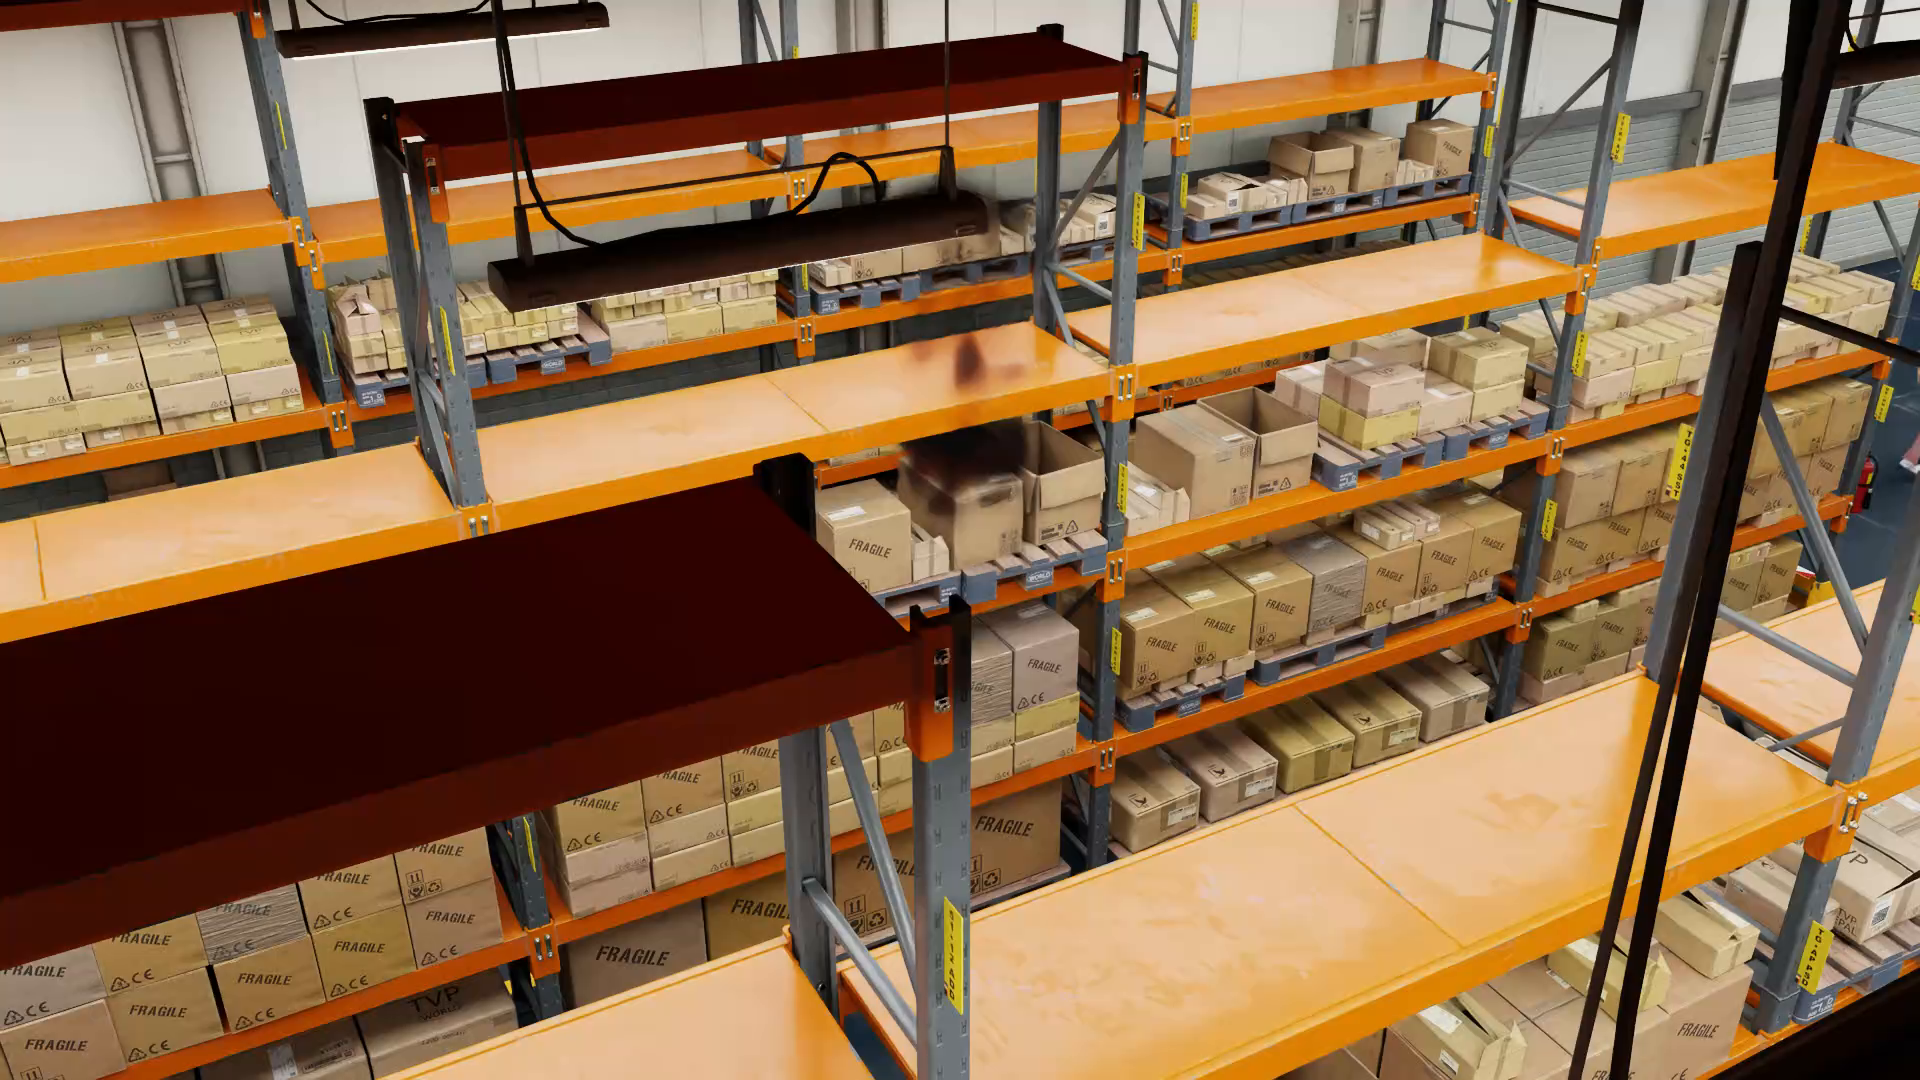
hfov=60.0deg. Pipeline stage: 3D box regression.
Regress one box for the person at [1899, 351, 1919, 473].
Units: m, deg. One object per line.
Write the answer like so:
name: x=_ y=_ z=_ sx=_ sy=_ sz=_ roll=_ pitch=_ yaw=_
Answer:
person: x=10.639 y=-1.484 z=18.156 sx=0.943 sy=1.624 sz=0.619 roll=-22 pitch=35 yaw=-35
